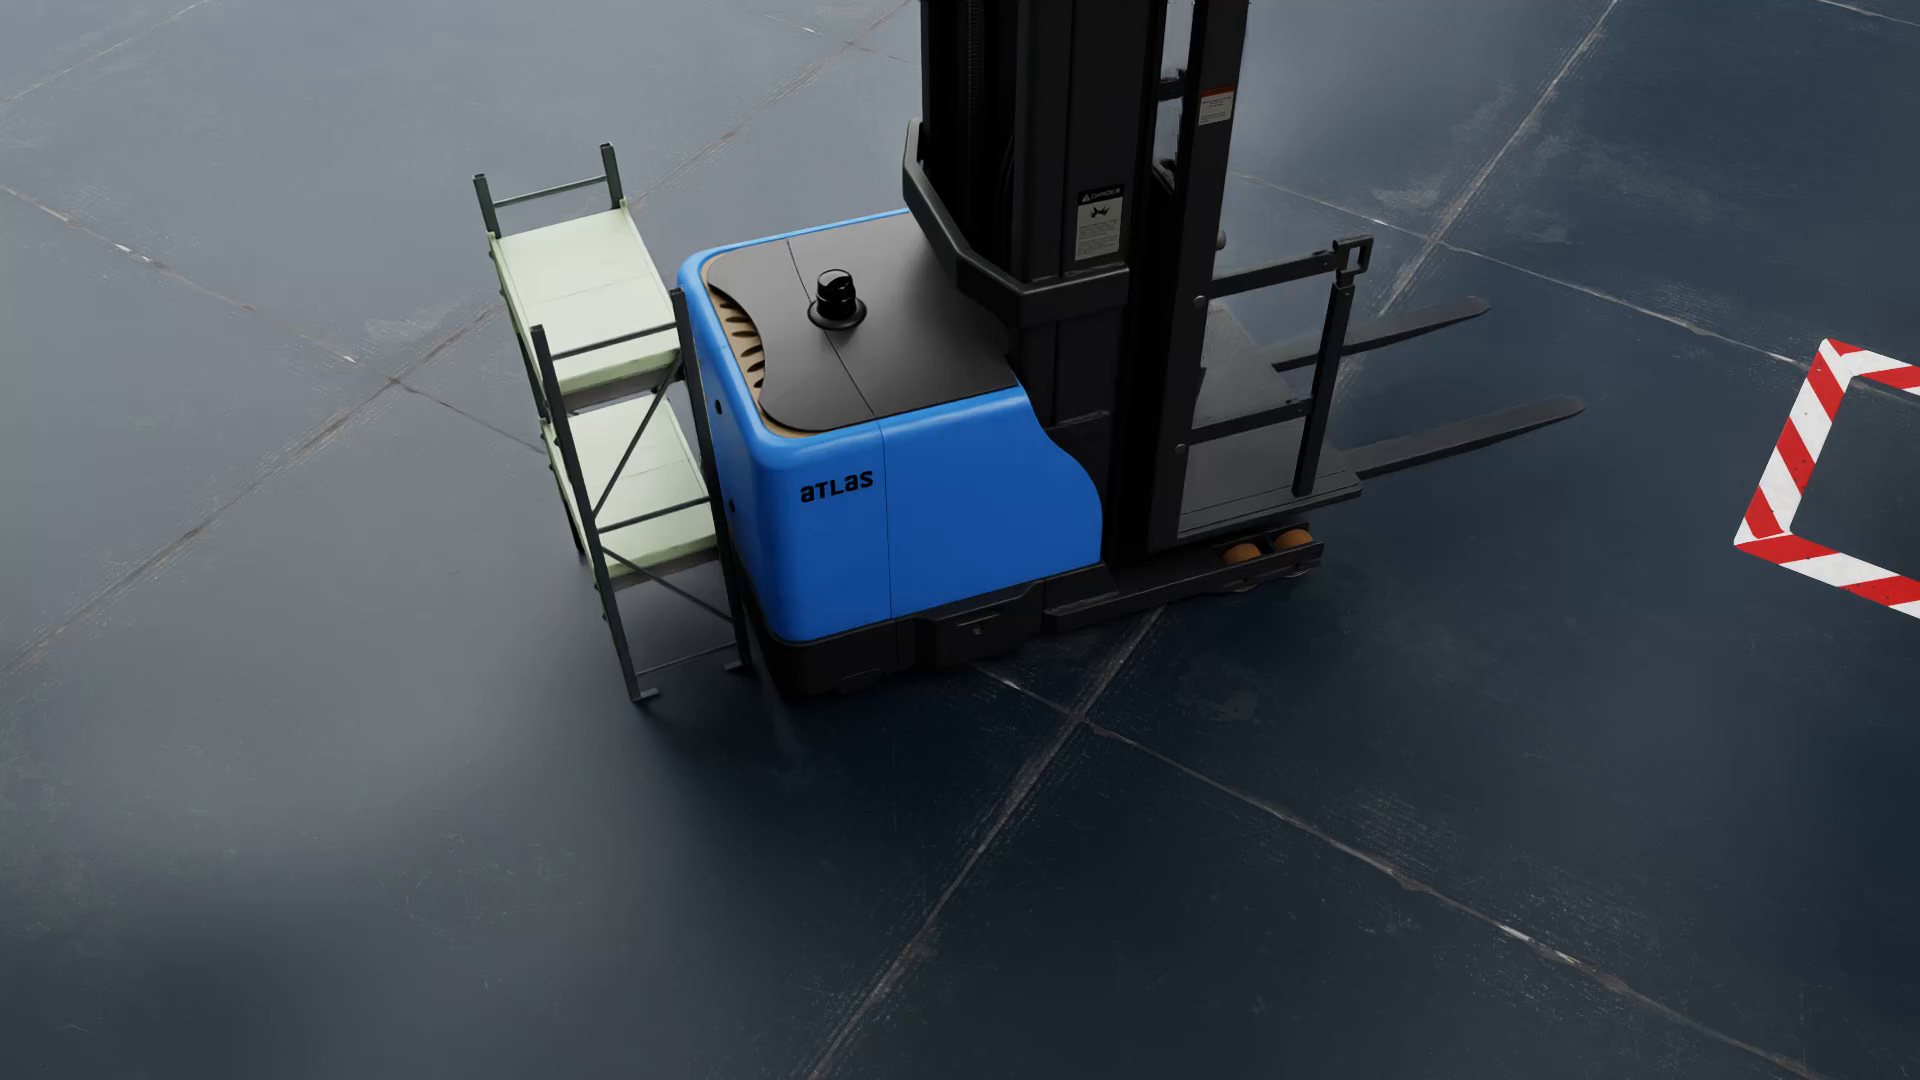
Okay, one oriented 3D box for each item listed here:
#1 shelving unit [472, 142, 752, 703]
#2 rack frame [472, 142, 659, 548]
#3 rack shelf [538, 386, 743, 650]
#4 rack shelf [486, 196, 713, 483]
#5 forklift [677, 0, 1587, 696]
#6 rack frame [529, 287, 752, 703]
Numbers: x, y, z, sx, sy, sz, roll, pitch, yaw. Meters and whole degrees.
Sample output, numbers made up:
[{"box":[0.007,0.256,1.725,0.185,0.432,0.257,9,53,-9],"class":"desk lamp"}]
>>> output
[{"box":[-1.016,-0.311,4.998,0.431,1.500,0.755,-18,48,-14],"class":"shelving unit"},{"box":[-1.157,-0.554,5.234,0.400,1.500,0.023,-18,48,-14],"class":"rack frame"},{"box":[-1.008,-0.087,5.234,0.431,0.370,0.720,-18,48,-14],"class":"rack shelf"},{"box":[-1.026,-0.580,4.715,0.431,0.370,0.720,-18,48,-14],"class":"rack shelf"},{"box":[0.690,-1.190,4.863,3.031,2.935,1.130,-15,48,-14],"class":"forklift"},{"box":[-0.876,-0.069,4.763,0.400,1.500,0.023,-18,48,-14],"class":"rack frame"}]
